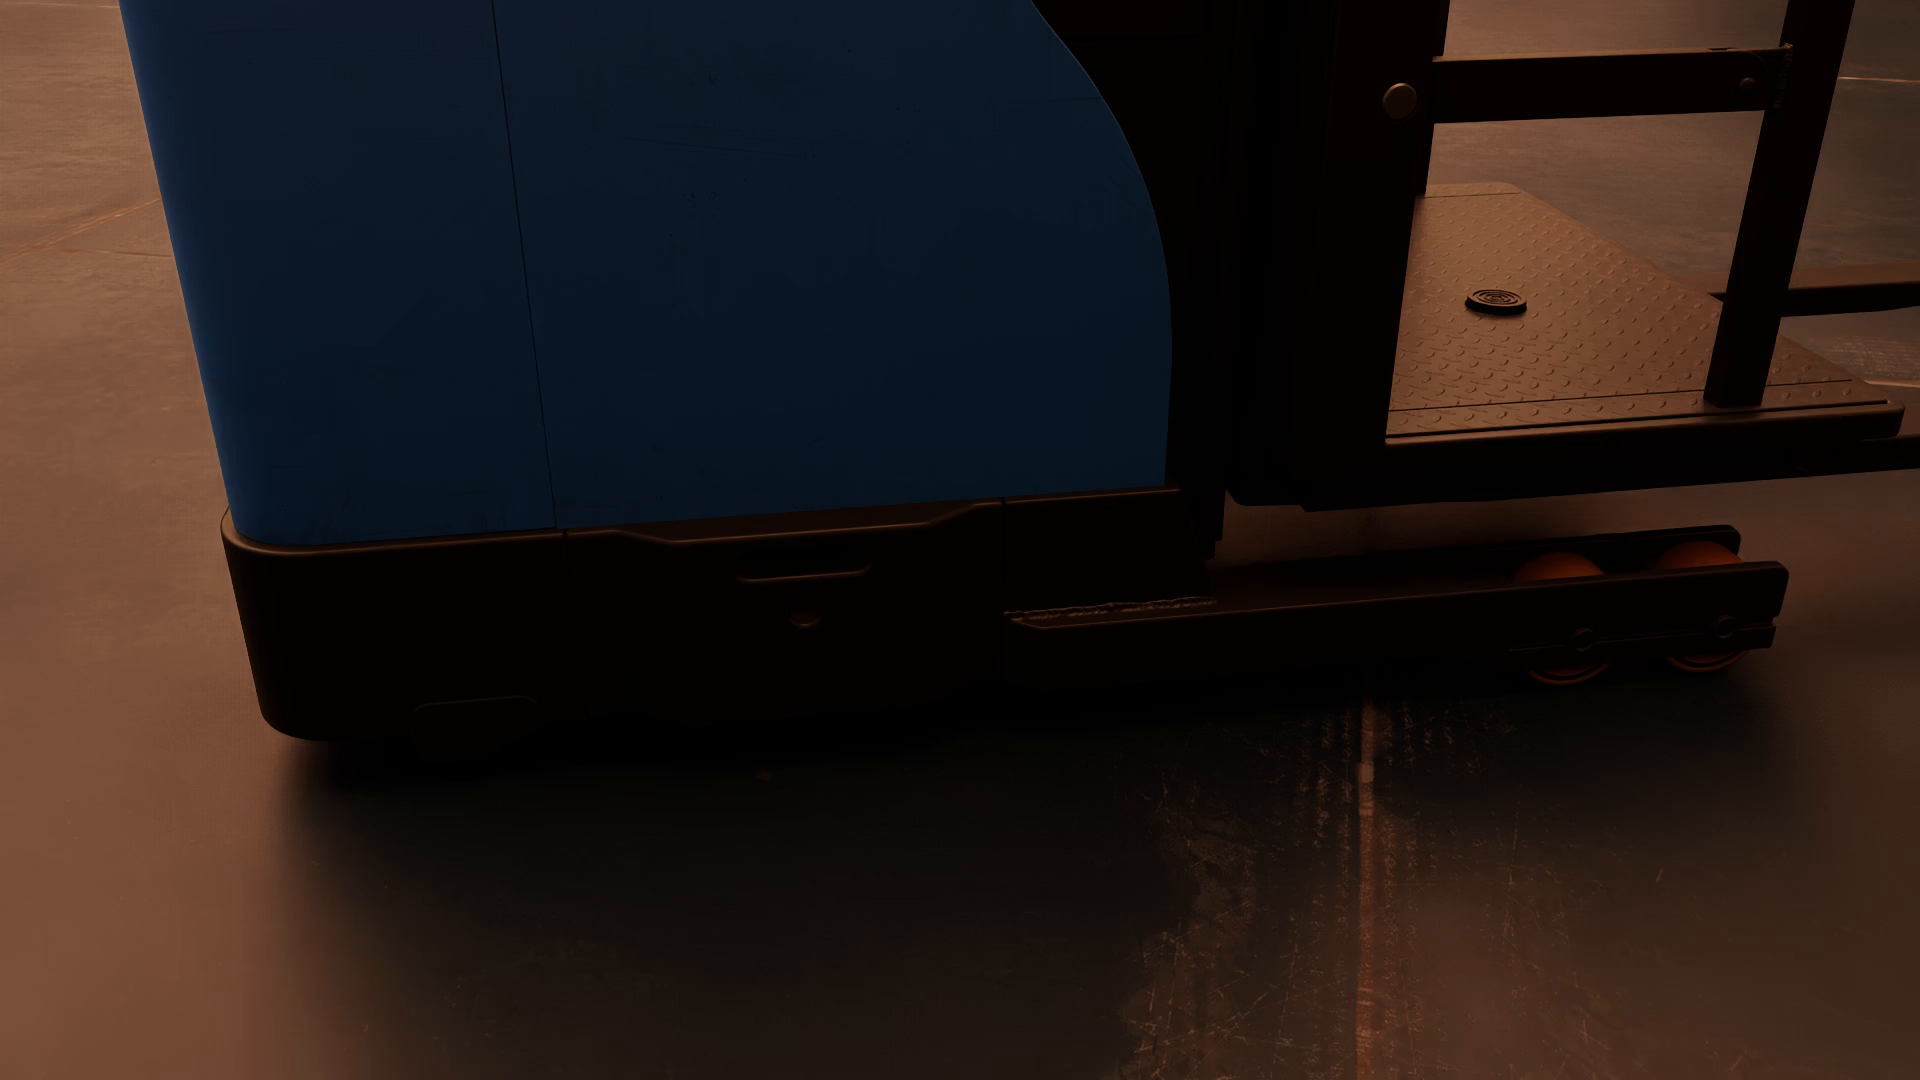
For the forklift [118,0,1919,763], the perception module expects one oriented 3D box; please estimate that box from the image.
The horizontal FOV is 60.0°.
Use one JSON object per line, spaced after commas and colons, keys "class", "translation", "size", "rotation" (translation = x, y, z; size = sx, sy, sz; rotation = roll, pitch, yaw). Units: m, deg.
{"class": "forklift", "translation": [0.600, -1.354, 1.930], "size": [3.031, 2.935, 1.130], "rotation": [-4, 27, -9]}
